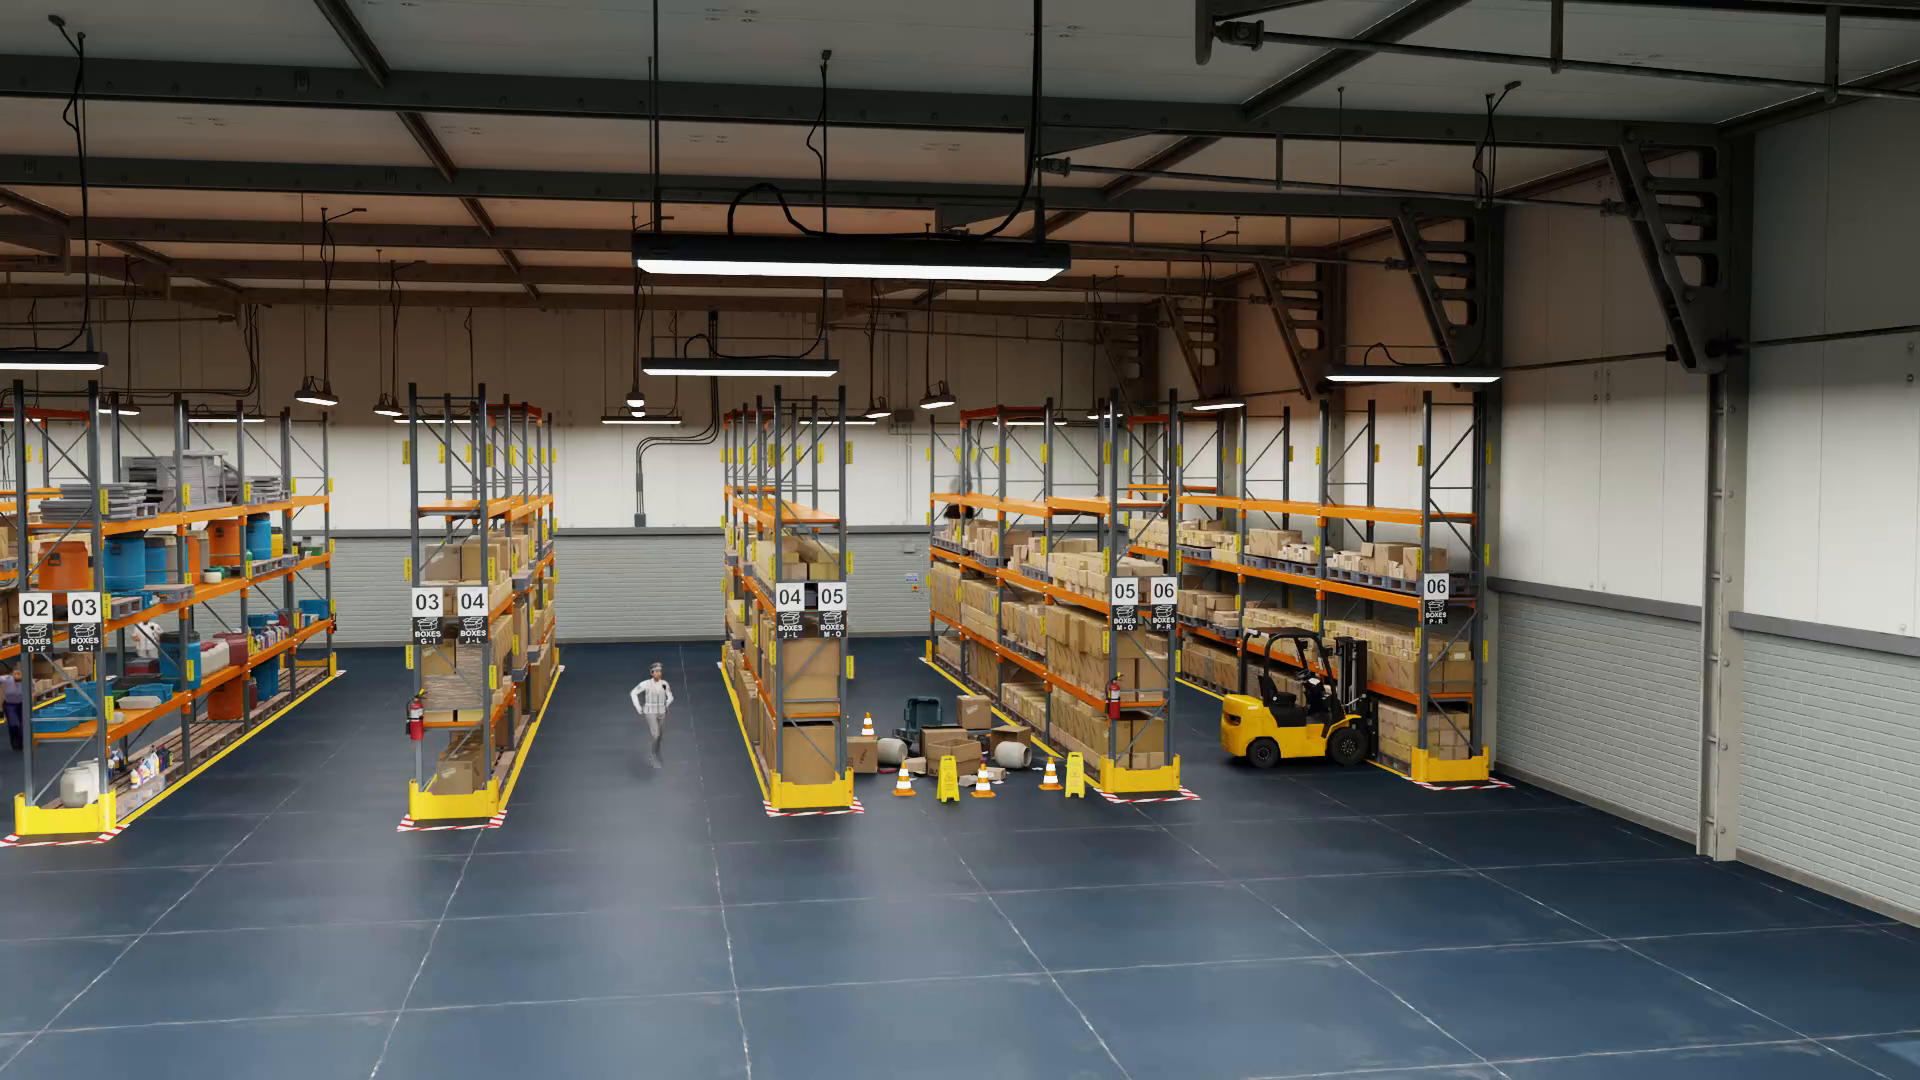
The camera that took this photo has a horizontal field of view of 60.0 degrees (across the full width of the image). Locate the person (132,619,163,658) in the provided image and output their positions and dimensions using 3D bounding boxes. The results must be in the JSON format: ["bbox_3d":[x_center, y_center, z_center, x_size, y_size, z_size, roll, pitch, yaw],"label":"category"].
[{"bbox_3d":[-17.521,2.389,35.833,0.597,1.693,0.583,-1,3,-19],"label":"person"}]

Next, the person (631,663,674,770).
[{"bbox_3d":[-4.899,2.827,26.703,0.617,1.714,0.714,-2,3,-34],"label":"person"}]

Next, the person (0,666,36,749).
[{"bbox_3d":[-15.966,2.840,28.063,0.636,1.481,0.860,-2,4,-35],"label":"person"}]
